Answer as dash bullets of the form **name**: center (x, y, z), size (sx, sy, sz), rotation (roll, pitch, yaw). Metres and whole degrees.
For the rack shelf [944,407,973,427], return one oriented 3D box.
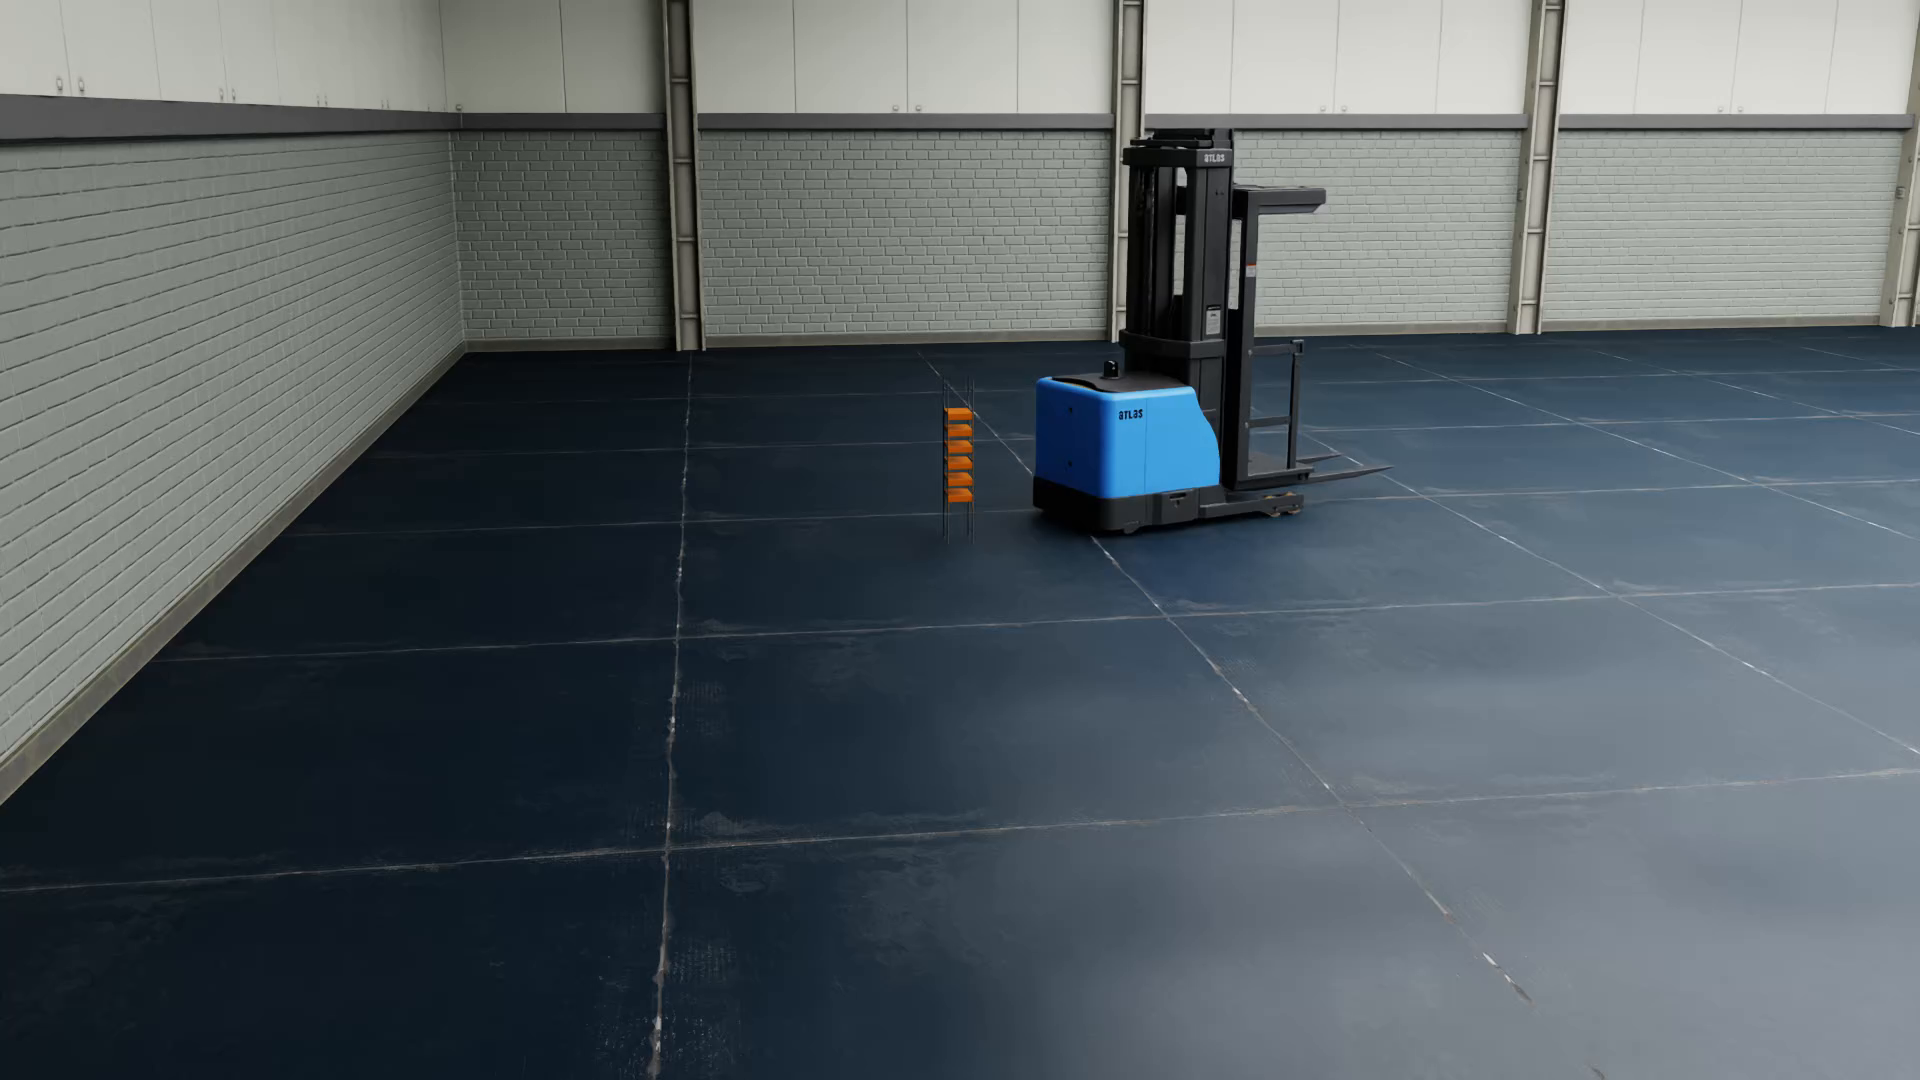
- **rack shelf**: center (-0.014, -0.888, 11.997), size (0.180, 0.103, 0.258), rotation (-2, 14, -8)

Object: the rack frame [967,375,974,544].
- **rack frame**: center (0.076, -0.585, 12.087), size (0.006, 1.200, 0.240), rotation (-2, 14, -8)

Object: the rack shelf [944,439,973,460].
- **rack shelf**: center (-0.014, -0.655, 12.055), size (0.180, 0.103, 0.258), rotation (-2, 14, -8)

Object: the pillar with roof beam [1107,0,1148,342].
- **pillar with roof beam**: center (2.930, -6.134, 18.181), size (0.400, 9.000, 9.100), rotation (-2, 14, -8)

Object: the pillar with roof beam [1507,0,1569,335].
- **pillar with roof beam**: center (8.863, -6.351, 19.048), size (0.400, 9.000, 9.100), rotation (-2, 14, -8)

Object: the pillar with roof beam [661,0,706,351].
- **pillar with roof beam**: center (-3.003, -5.916, 17.314), size (0.400, 9.000, 9.100), rotation (-2, 14, -8)

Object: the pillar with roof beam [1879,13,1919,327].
- **pillar with roof beam**: center (14.796, -6.569, 19.915), size (0.400, 9.000, 9.100), rotation (-2, 14, -8)

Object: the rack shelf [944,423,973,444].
- **rack shelf**: center (-0.014, -0.771, 12.026), size (0.180, 0.103, 0.258), rotation (-2, 14, -8)

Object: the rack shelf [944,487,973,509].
- **rack shelf**: center (-0.014, -0.306, 12.143), size (0.180, 0.103, 0.258), rotation (-2, 14, -8)

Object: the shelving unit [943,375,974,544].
- **shelving unit**: center (-0.014, -0.581, 12.074), size (0.189, 1.200, 0.258), rotation (-2, 14, -8)

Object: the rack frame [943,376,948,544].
- **rack frame**: center (-0.105, -0.578, 12.061), size (0.006, 1.200, 0.240), rotation (-2, 14, -8)

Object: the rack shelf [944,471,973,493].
- **rack shelf**: center (-0.014, -0.422, 12.114), size (0.180, 0.103, 0.258), rotation (-2, 14, -8)

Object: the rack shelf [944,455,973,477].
- **rack shelf**: center (-0.014, -0.538, 12.085), size (0.180, 0.103, 0.258), rotation (-2, 14, -8)

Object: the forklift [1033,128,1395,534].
- **forklift**: center (2.109, -1.703, 12.988), size (3.031, 2.935, 1.130), rotation (-8, 16, -28)
